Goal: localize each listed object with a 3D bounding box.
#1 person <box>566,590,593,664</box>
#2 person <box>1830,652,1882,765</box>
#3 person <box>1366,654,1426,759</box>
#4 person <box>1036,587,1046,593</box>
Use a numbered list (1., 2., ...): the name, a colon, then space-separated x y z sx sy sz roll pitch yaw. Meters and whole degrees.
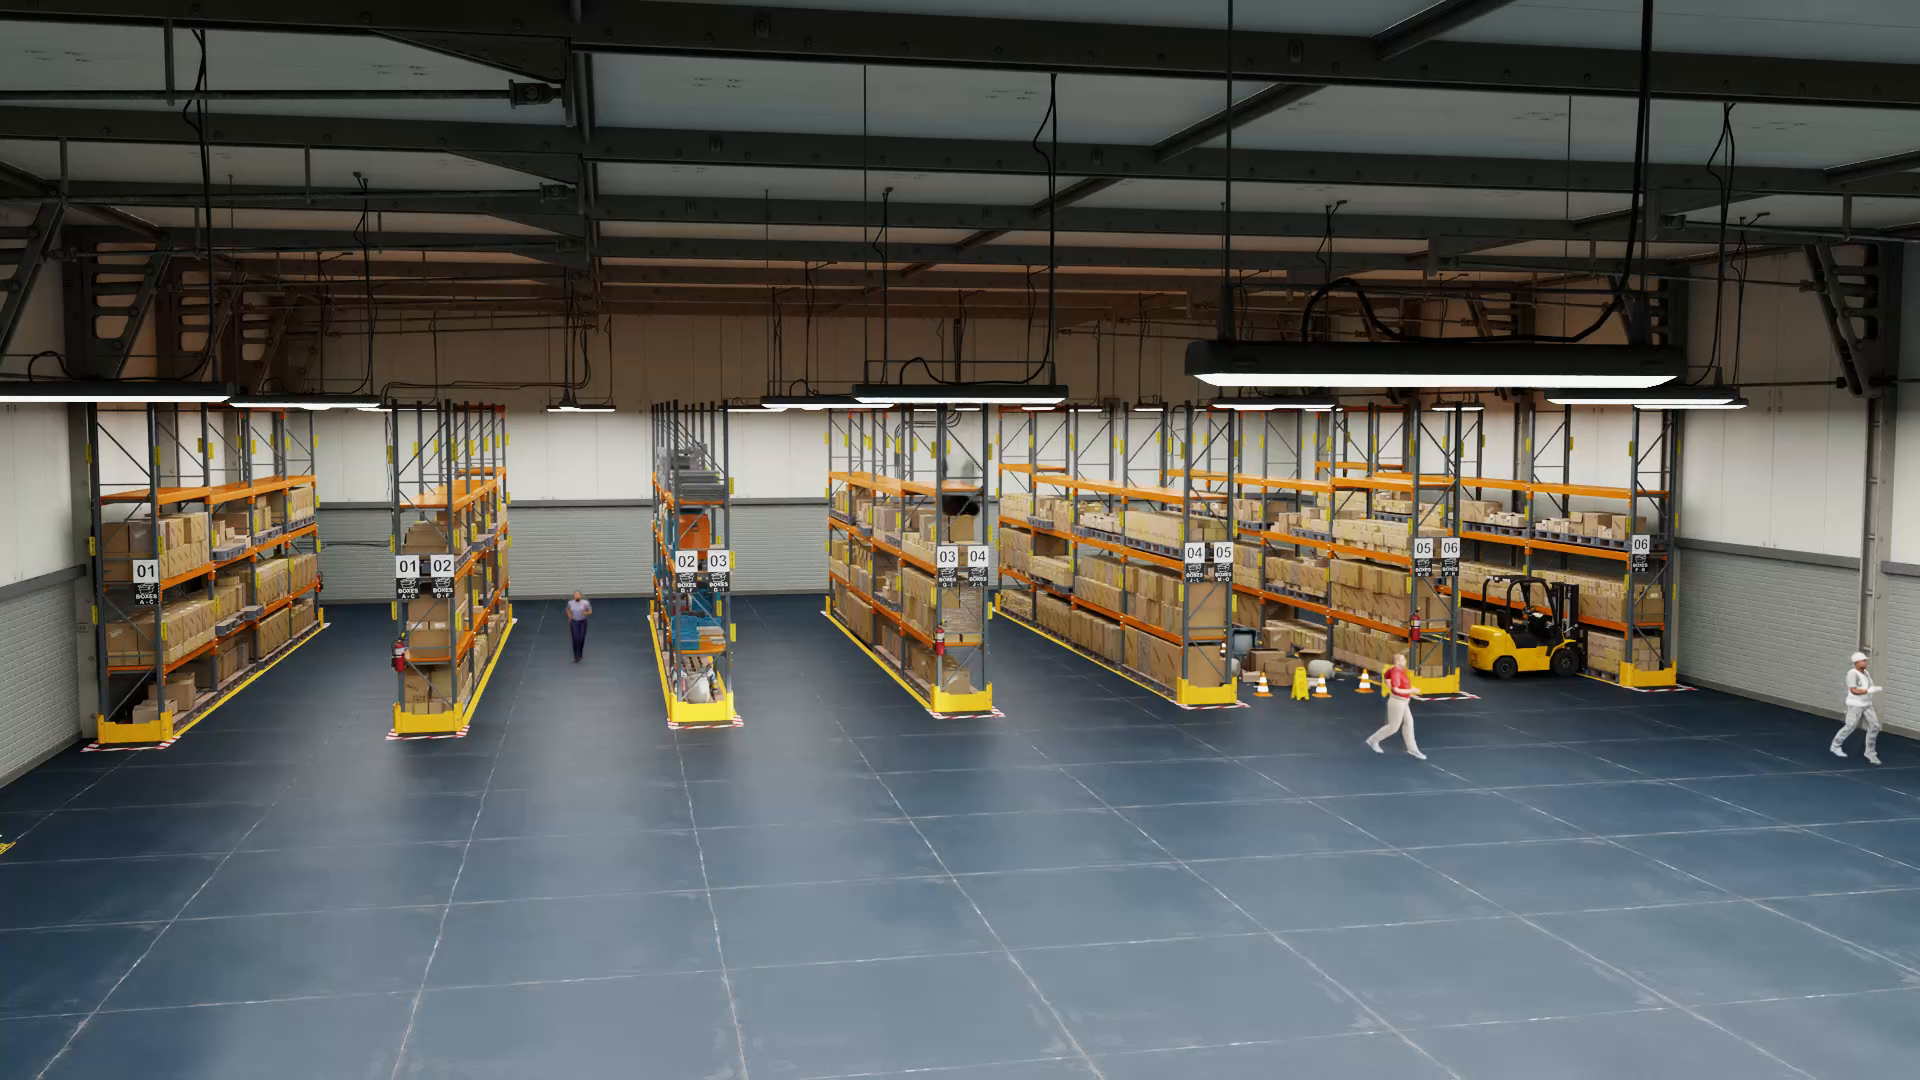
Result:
1. person: -8.831 1.994 38.650 0.574 1.683 0.866 -1 4 -15
2. person: 14.806 2.767 27.407 0.668 1.851 0.794 -3 5 -33
3. person: 7.281 2.767 27.709 0.969 1.753 0.660 2 5 21
4. person: 2.333 1.151 49.823 0.723 1.686 0.577 2 5 29
